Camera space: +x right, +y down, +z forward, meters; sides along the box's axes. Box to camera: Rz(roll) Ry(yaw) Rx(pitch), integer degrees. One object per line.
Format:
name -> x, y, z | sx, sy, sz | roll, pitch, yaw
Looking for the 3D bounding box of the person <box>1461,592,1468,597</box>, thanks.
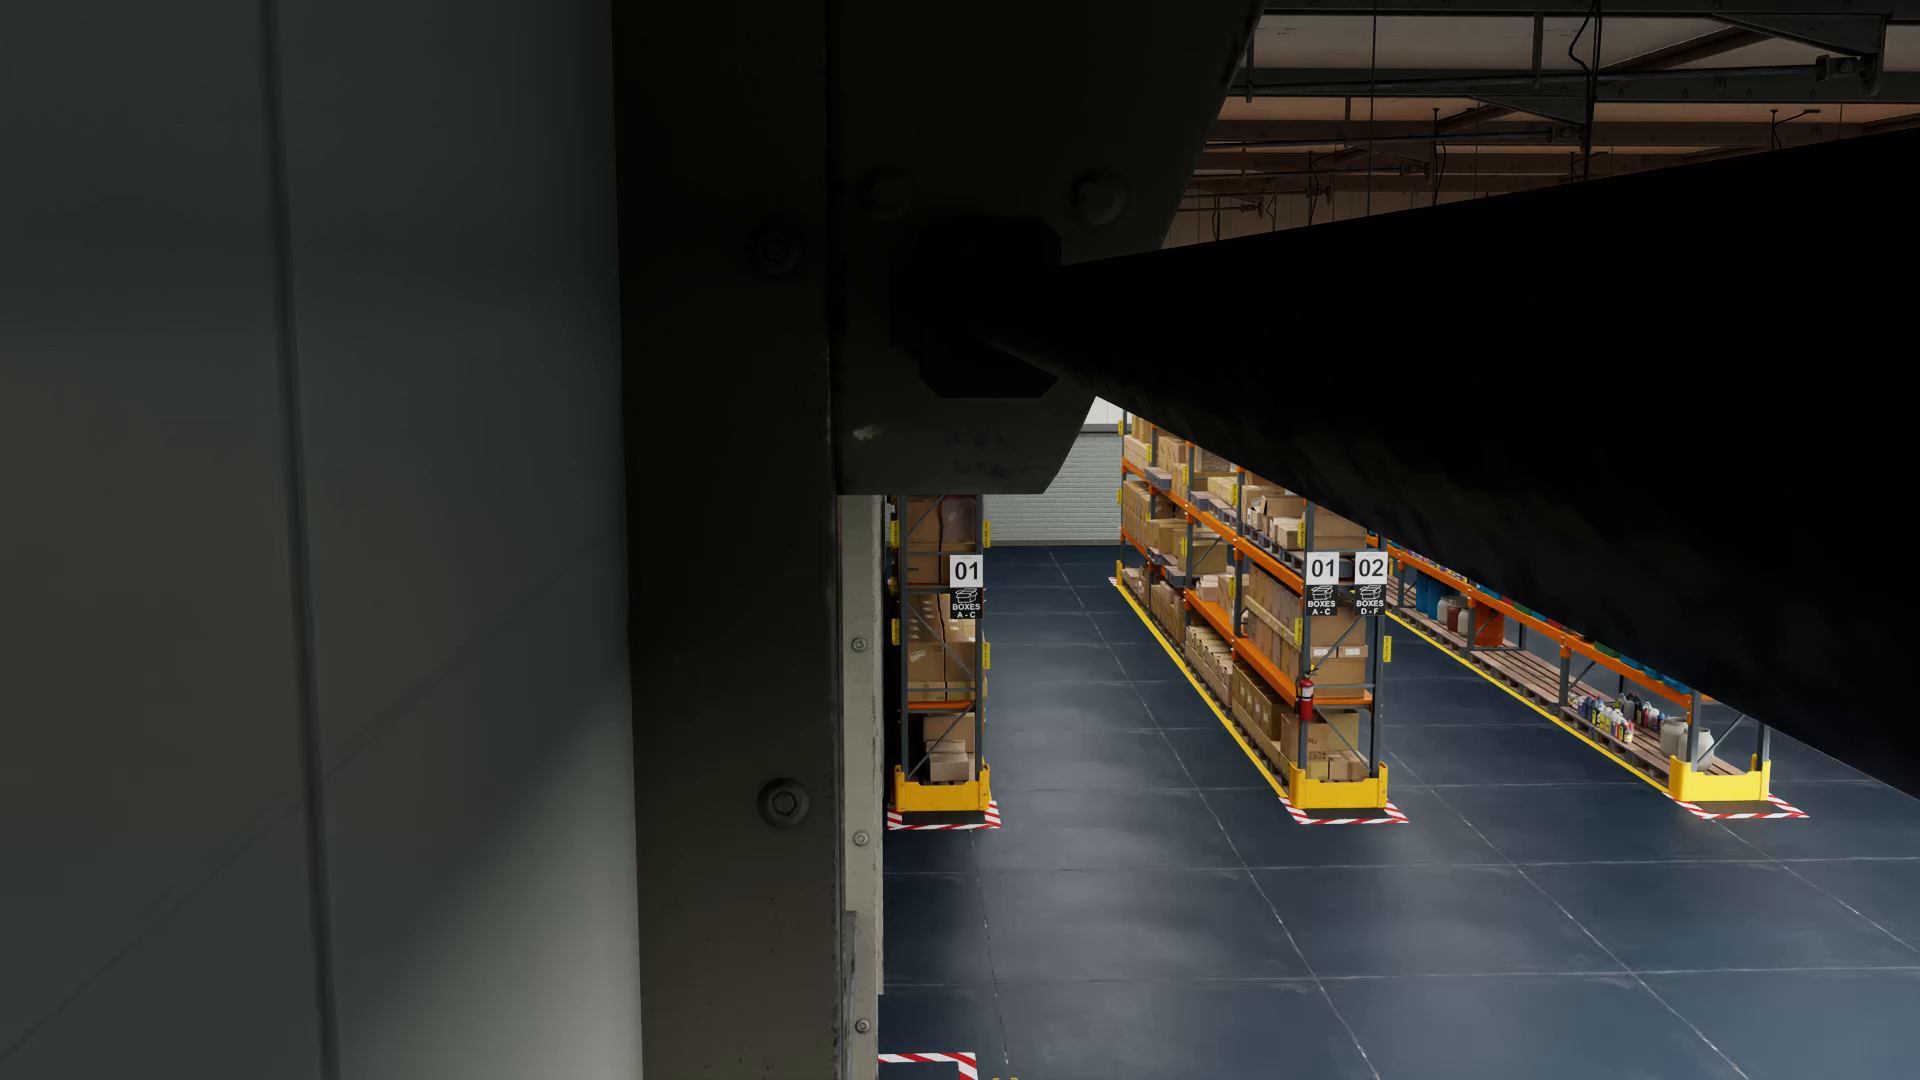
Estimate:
person -> 10.461, 0.422, 34.170 | 0.643, 1.786, 0.517 | -8, 11, -42
